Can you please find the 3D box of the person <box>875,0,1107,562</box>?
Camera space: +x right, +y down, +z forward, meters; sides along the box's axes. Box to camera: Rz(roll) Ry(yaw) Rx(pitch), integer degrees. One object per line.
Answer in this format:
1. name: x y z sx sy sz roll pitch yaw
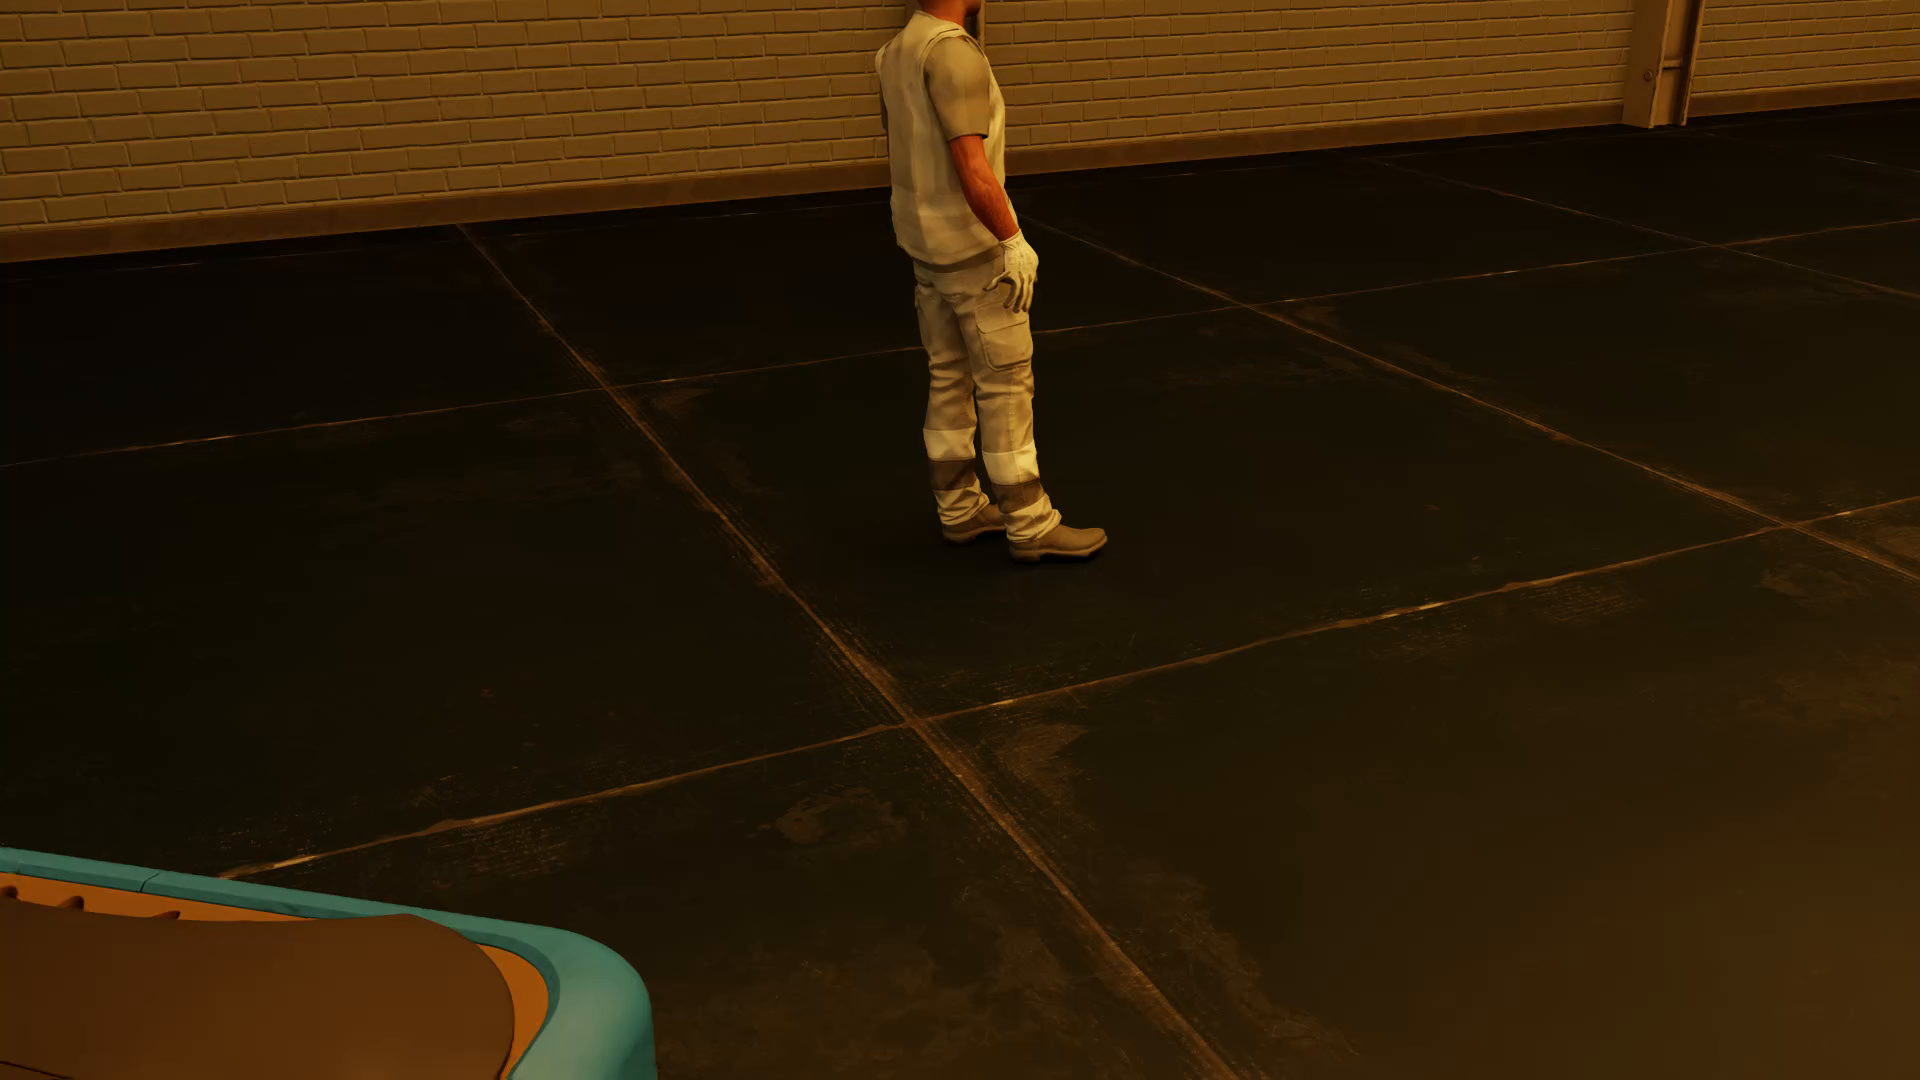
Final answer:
1. person: 0.078 -0.842 4.782 0.562 1.790 0.637 -10 25 -23
